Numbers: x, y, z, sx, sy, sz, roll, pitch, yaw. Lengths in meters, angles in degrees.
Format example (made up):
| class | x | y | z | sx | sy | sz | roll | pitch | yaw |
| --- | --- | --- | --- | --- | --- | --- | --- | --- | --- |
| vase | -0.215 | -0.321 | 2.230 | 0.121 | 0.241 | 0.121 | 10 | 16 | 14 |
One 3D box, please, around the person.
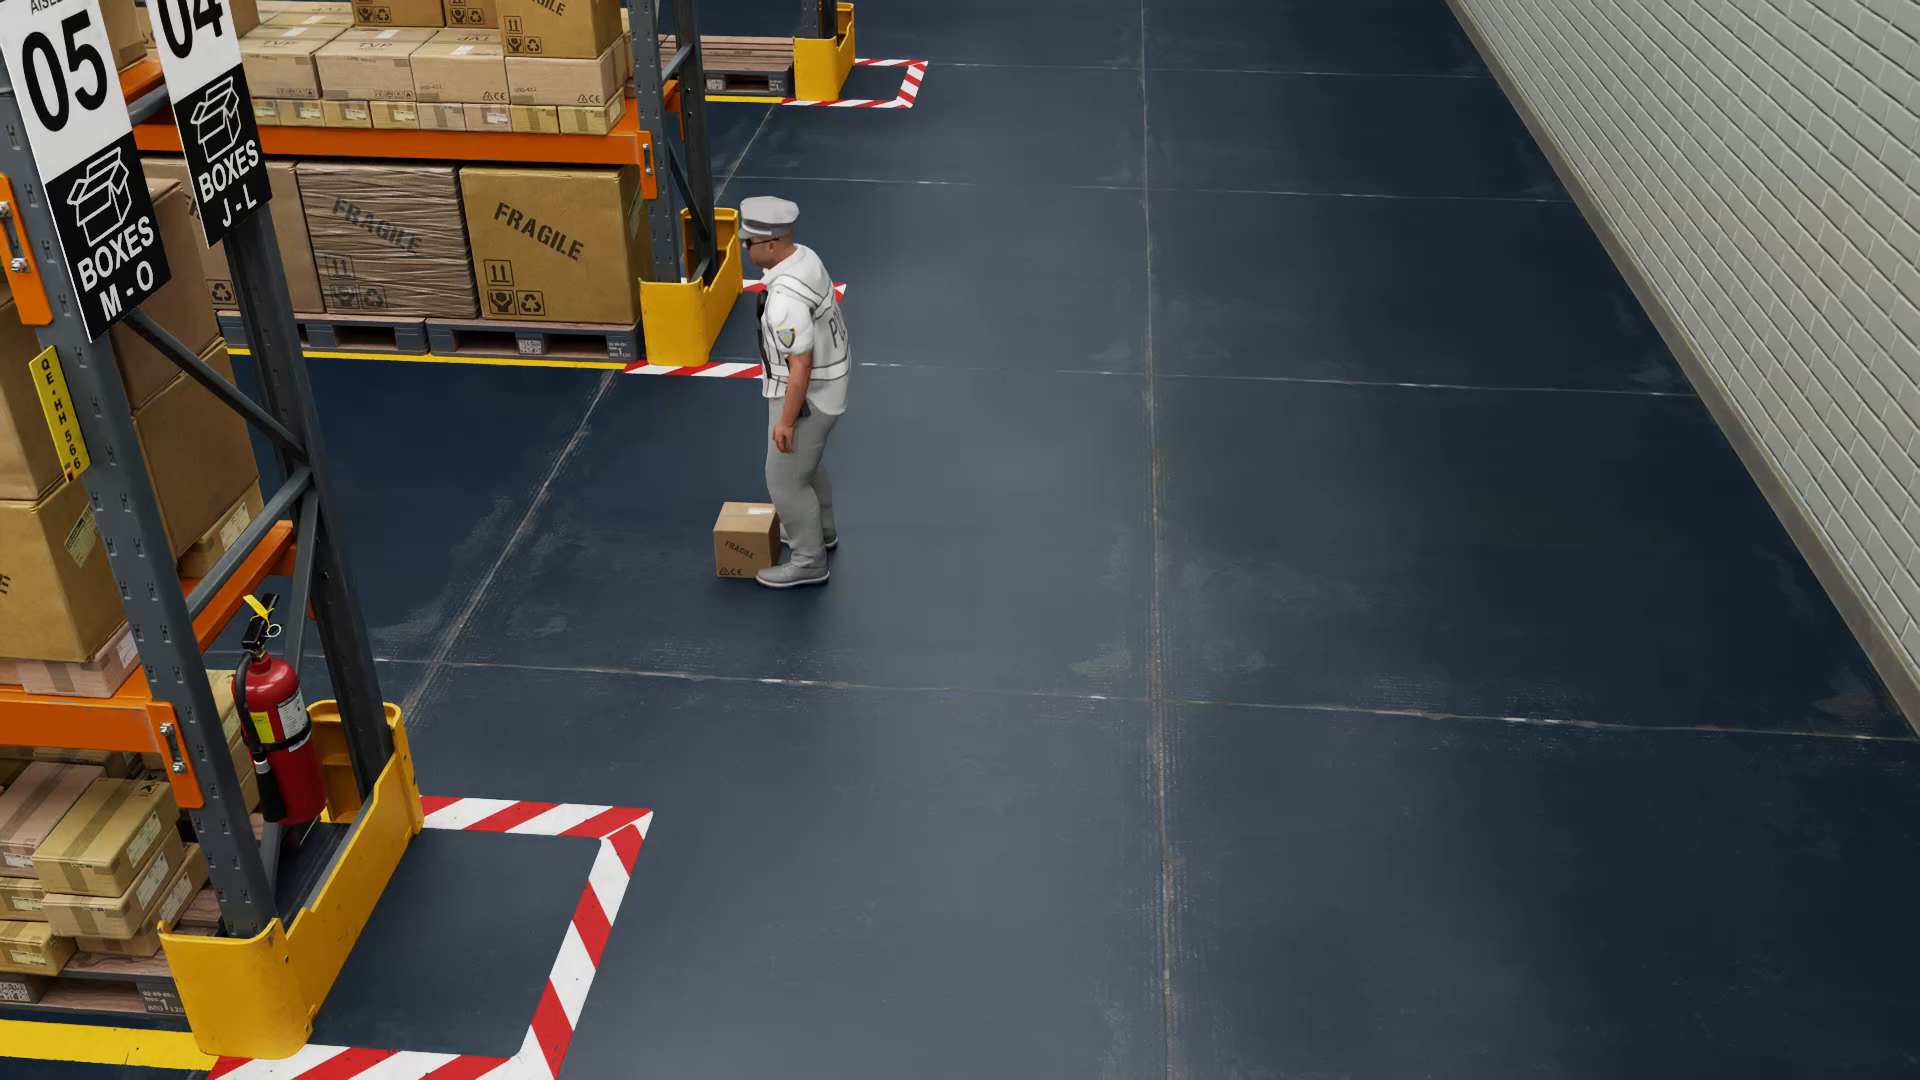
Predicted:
| class | x | y | z | sx | sy | sz | roll | pitch | yaw |
| --- | --- | --- | --- | --- | --- | --- | --- | --- | --- |
| person | -0.690 | -0.626 | 7.140 | 0.448 | 1.747 | 0.602 | 1 | 32 | 1 |
